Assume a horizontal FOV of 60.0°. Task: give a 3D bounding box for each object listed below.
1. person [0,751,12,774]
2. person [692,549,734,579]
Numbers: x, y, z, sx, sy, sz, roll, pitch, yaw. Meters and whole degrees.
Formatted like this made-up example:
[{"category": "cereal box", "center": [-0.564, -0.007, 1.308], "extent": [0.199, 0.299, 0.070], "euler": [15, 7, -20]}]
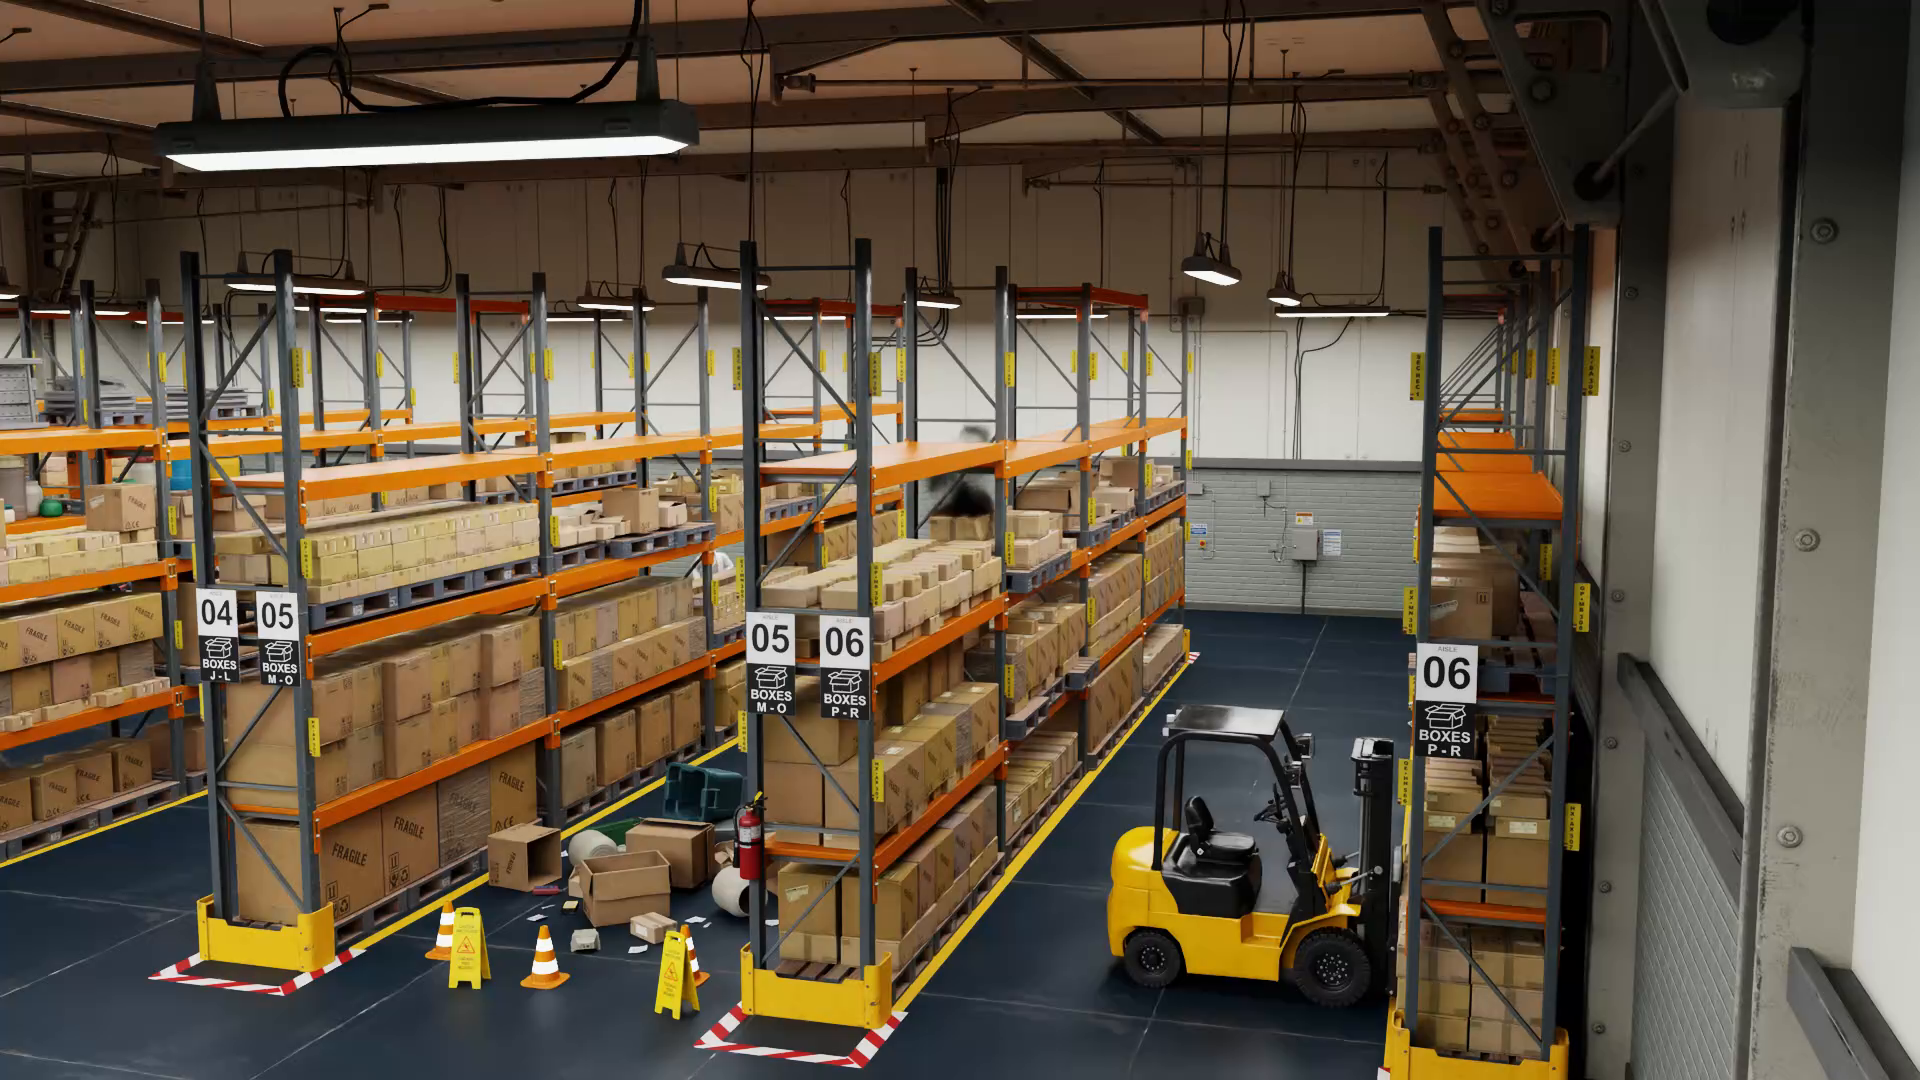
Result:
[{"category": "person", "center": [-11.173, 2.162, 19.003], "extent": [0.659, 1.848, 0.803], "euler": [1, 7, 12]}, {"category": "person", "center": [-4.529, 0.869, 30.648], "extent": [0.773, 1.737, 0.868], "euler": [-2, 7, -19]}]
